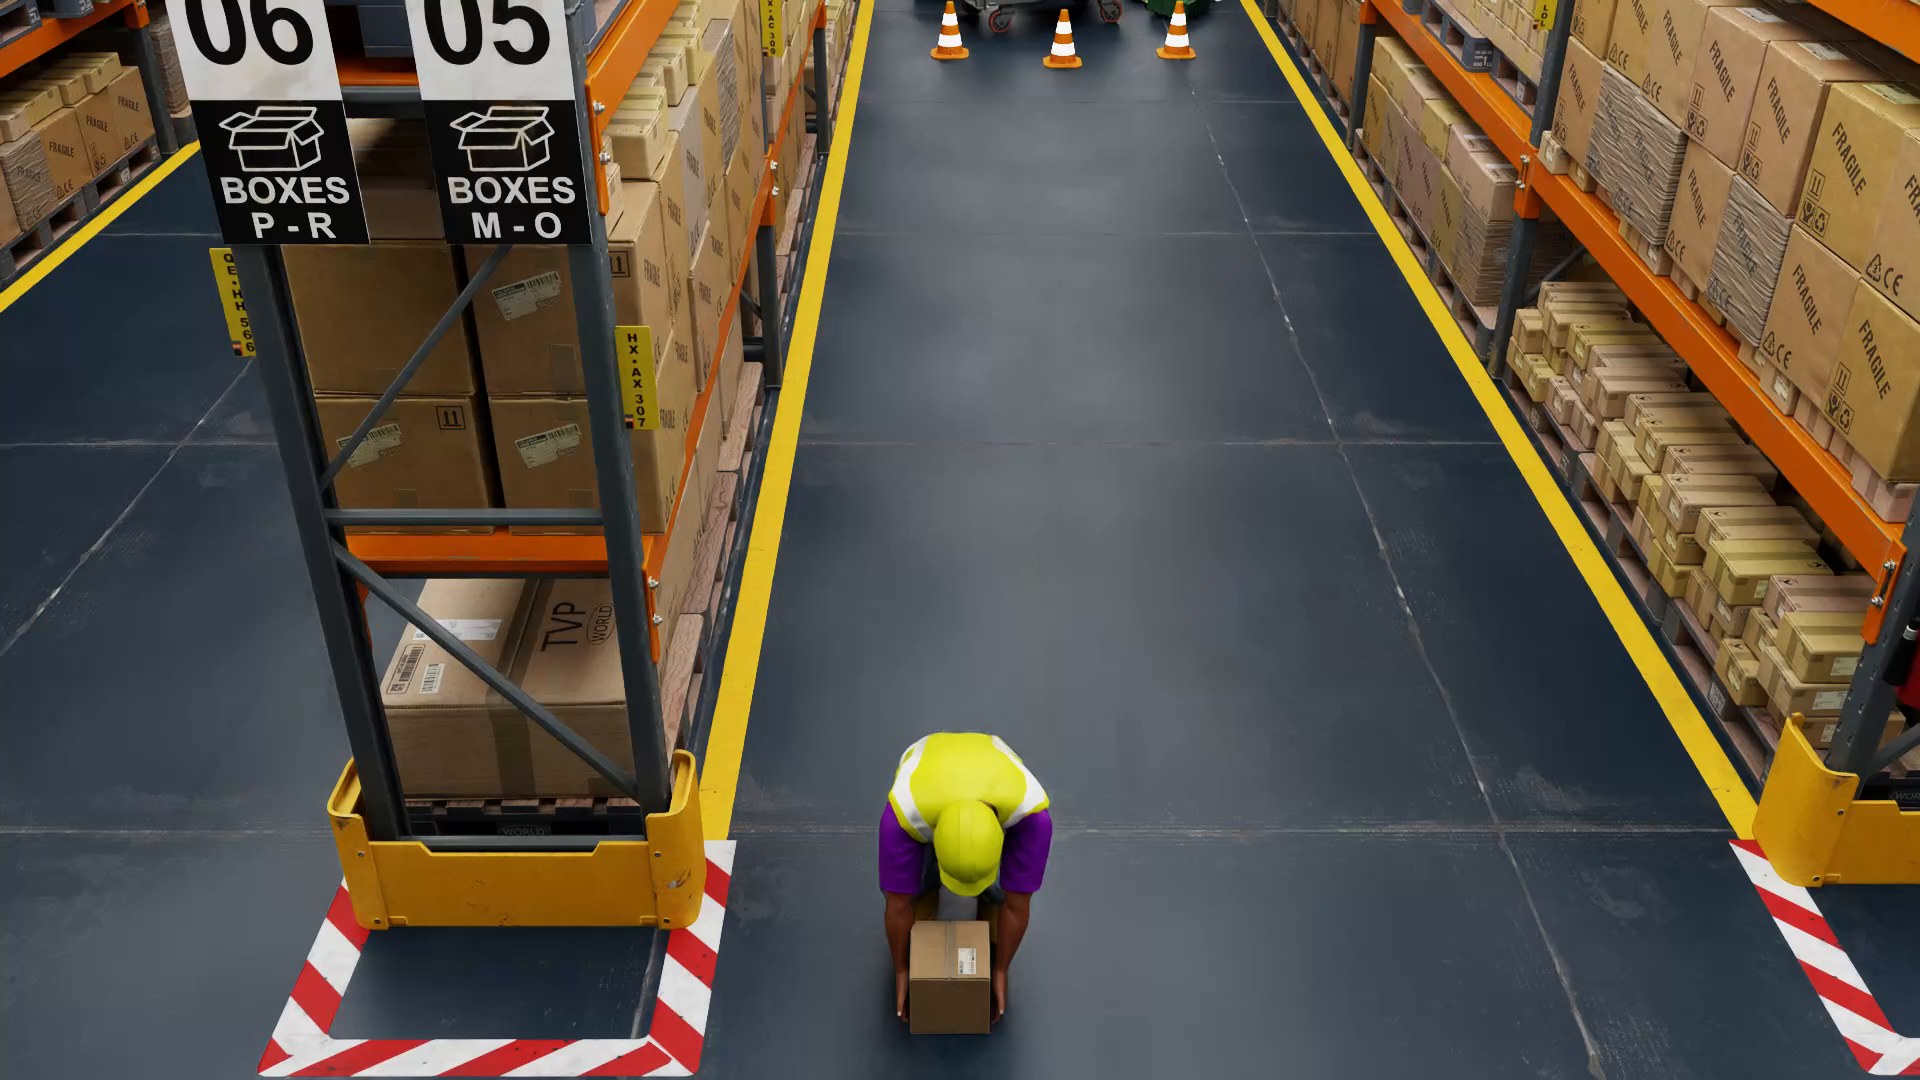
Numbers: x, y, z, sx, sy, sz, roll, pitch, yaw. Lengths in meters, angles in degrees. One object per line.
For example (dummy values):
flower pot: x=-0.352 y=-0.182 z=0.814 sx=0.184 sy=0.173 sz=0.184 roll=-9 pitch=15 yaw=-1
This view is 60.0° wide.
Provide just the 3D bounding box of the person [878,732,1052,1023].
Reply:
person: x=0.022 y=0.997 z=5.410 sx=0.557 sy=0.892 sz=0.905 roll=3 pitch=31 yaw=5
